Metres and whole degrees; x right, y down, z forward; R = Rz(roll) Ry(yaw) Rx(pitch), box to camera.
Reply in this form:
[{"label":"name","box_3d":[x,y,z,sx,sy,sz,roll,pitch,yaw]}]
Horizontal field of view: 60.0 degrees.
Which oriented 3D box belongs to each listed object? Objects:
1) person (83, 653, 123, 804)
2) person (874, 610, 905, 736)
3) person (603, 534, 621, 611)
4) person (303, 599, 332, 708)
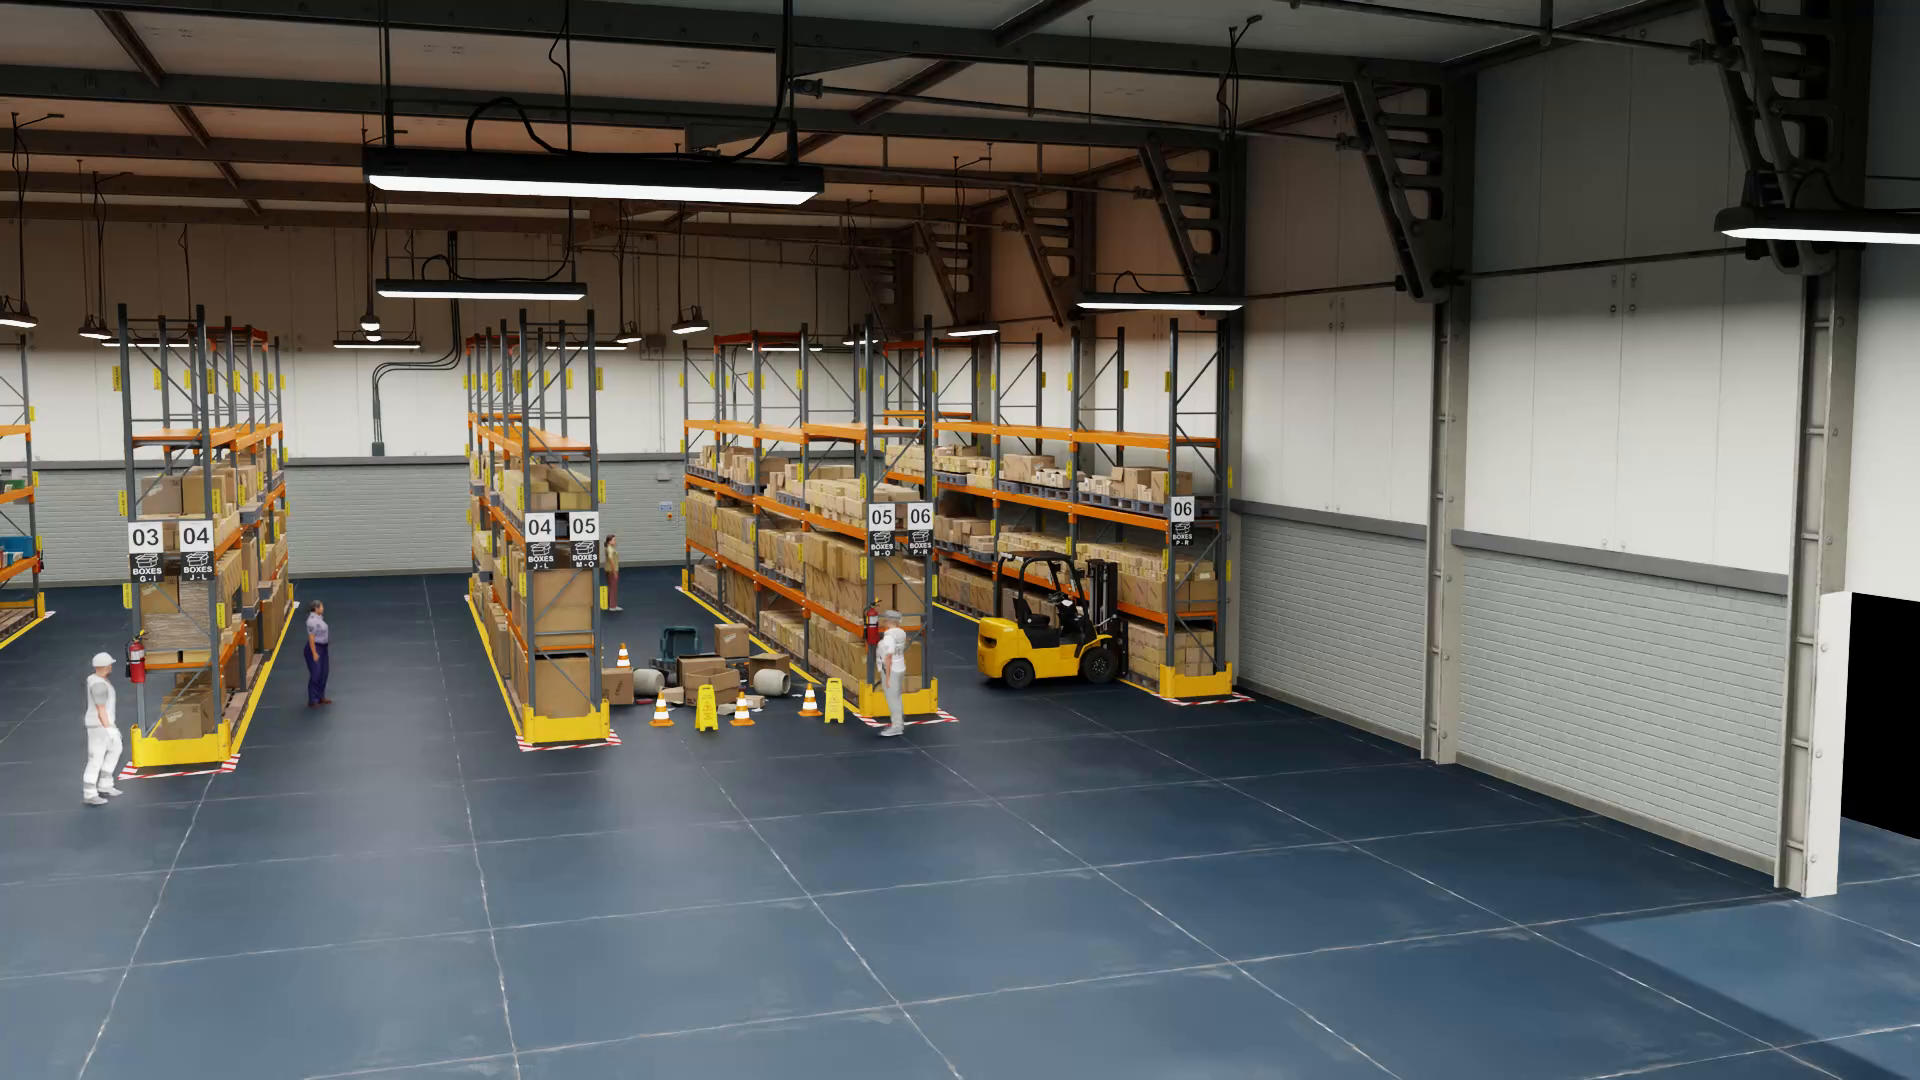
[{"label":"person","box_3d":[-10.241,2.241,19.879,0.454,1.811,0.684,-2,6,-18]},{"label":"person","box_3d":[-0.988,1.894,23.636,0.410,1.802,0.556,1,6,11]},{"label":"person","box_3d":[-7.644,0.717,36.465,0.343,1.691,0.479,-5,7,-42]},{"label":"person","box_3d":[-9.979,1.779,25.837,0.378,1.721,0.553,0,5,3]}]
